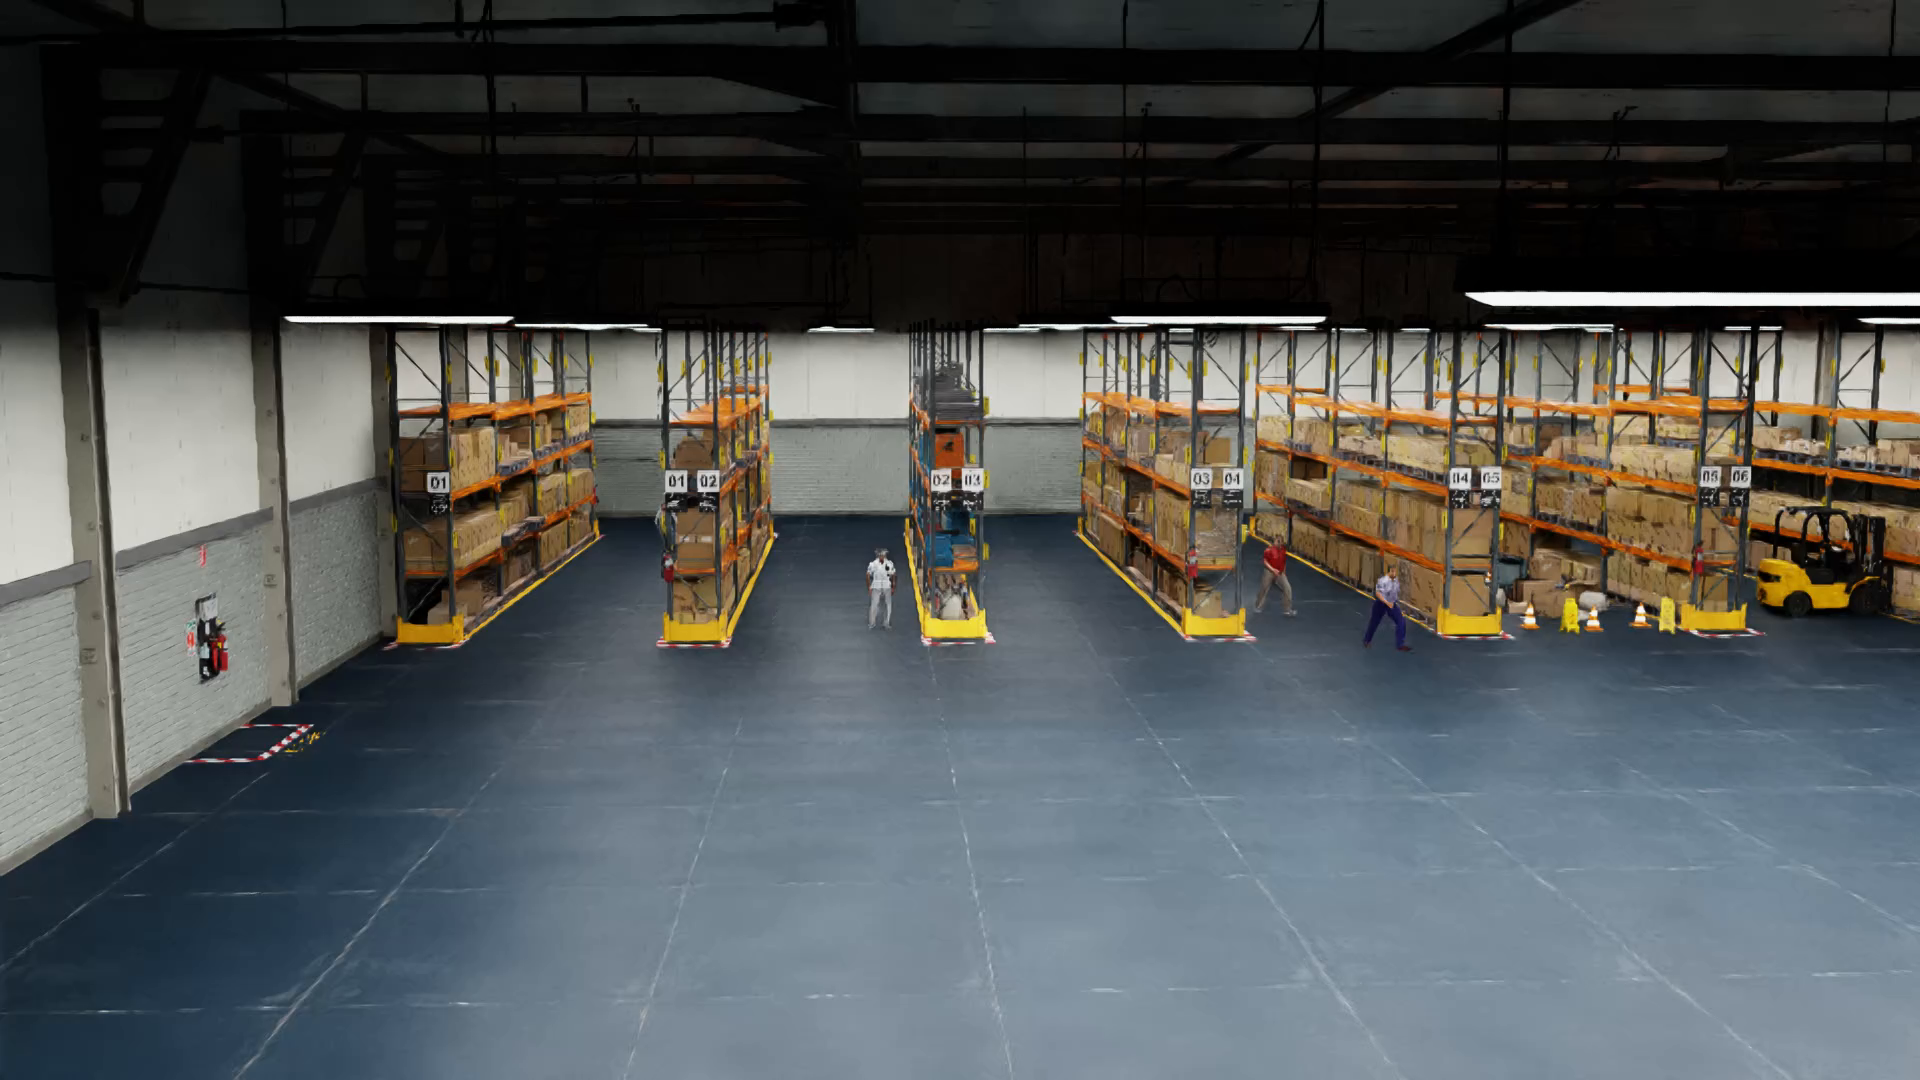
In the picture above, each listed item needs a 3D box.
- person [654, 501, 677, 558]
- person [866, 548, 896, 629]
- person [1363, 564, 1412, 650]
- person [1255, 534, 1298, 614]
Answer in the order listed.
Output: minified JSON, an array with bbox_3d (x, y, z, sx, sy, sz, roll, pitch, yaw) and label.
[{"bbox_3d":[-7.475,-0.252,42.263,0.562,1.530,0.815,0,7,2],"label":"person"},{"bbox_3d":[-1.533,0.936,32.329,0.592,1.629,0.531,-1,7,-5],"label":"person"},{"bbox_3d":[7.773,1.198,30.283,0.655,1.578,0.824,-3,8,-20],"label":"person"},{"bbox_3d":[6.452,0.688,34.077,0.700,1.656,0.863,-3,8,-20],"label":"person"}]
